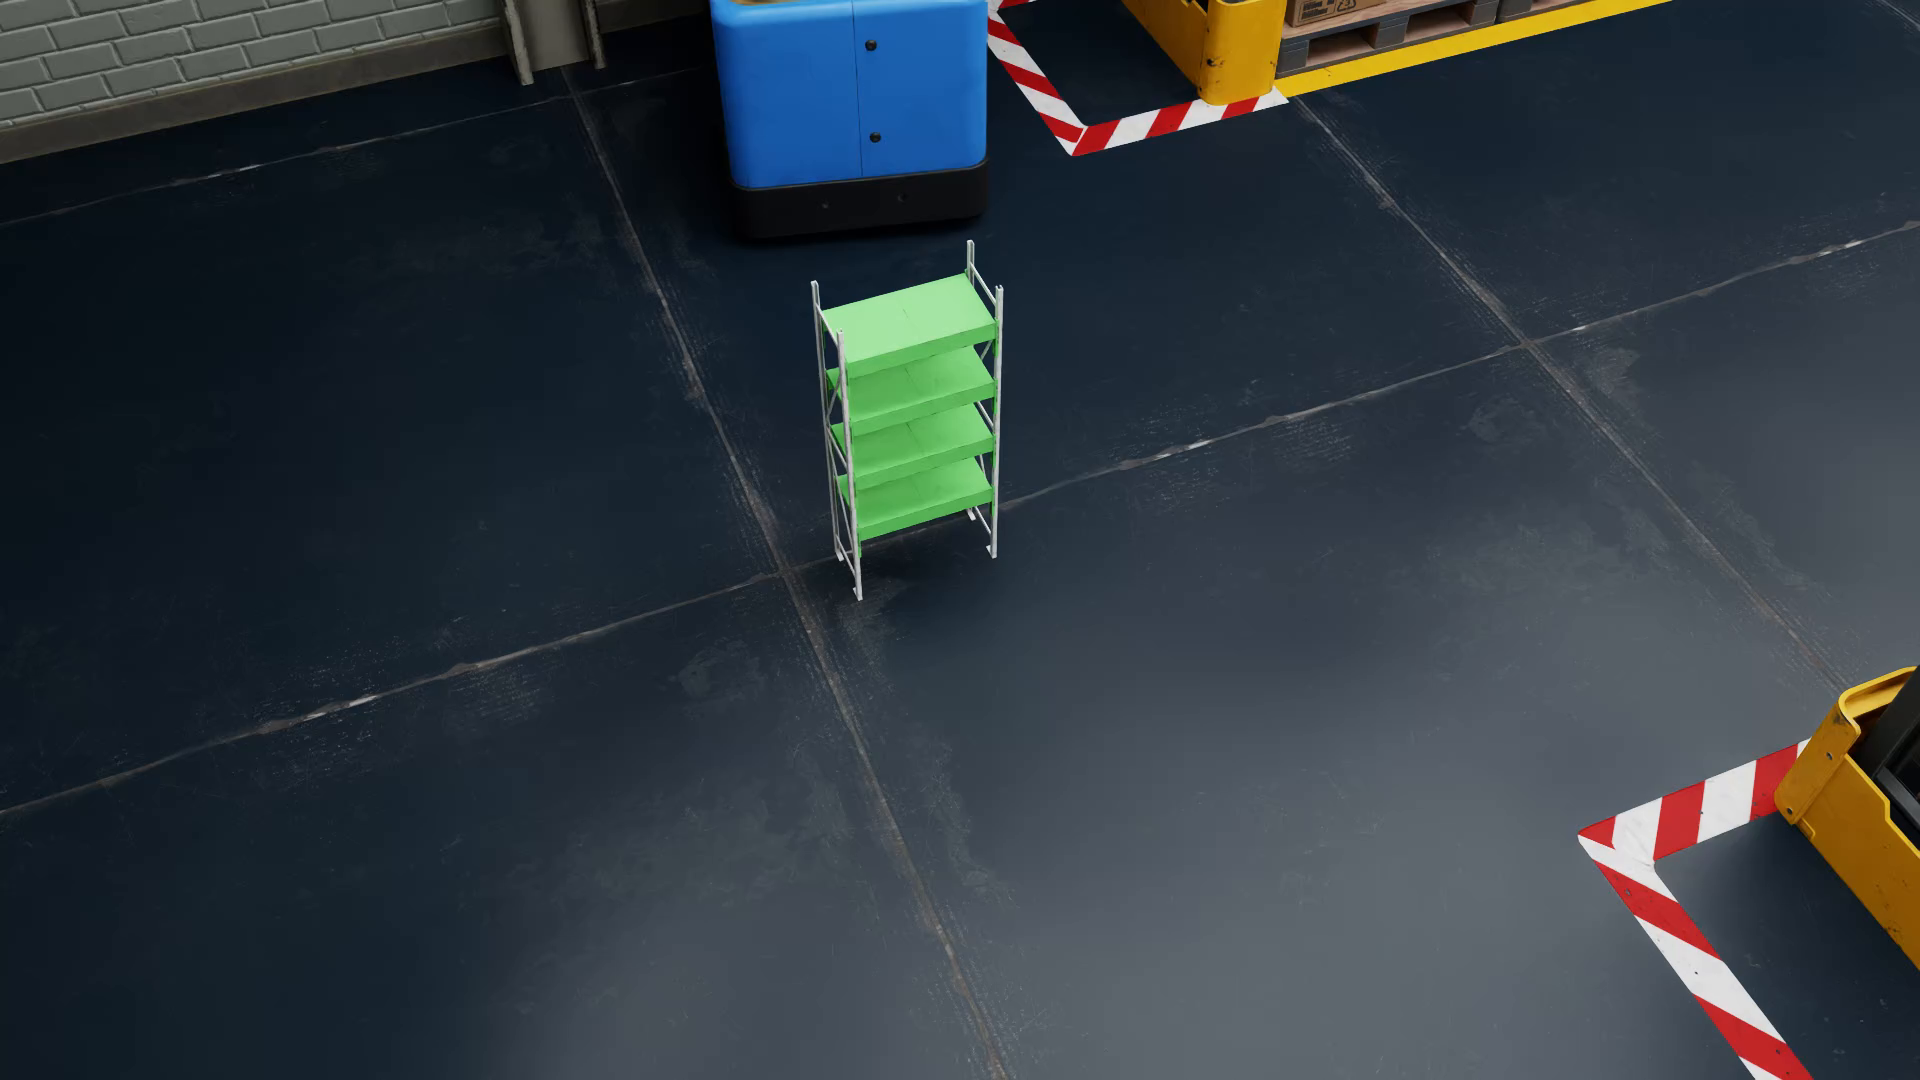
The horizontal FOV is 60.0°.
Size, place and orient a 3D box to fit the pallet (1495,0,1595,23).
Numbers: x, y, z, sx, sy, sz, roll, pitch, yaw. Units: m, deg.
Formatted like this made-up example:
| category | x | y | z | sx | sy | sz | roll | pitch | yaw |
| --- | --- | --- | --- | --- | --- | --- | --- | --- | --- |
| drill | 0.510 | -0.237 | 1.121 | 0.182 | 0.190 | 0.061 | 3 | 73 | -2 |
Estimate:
| category | x | y | z | sx | sy | sz | roll | pitch | yaw |
| --- | --- | --- | --- | --- | --- | --- | --- | --- | --- |
| pallet | 2.917 | -3.025 | 8.209 | 1.213 | 0.211 | 1.003 | -17 | 52 | -14 |

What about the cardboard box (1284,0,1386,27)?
| category | x | y | z | sx | sy | sz | roll | pitch | yaw |
| --- | --- | --- | --- | --- | --- | --- | --- | --- | --- |
| cardboard box | 1.583 | -2.768 | 7.518 | 0.637 | 0.503 | 0.797 | -19 | 52 | -16 |

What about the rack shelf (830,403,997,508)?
| category | x | y | z | sx | sy | sz | roll | pitch | yaw |
| --- | --- | --- | --- | --- | --- | --- | --- | --- | --- |
| rack shelf | -0.153 | -0.302 | 5.302 | 0.480 | 0.148 | 0.258 | -17 | 52 | -14 |

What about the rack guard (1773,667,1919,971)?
| category | x | y | z | sx | sy | sz | roll | pitch | yaw |
| --- | --- | --- | --- | --- | --- | --- | --- | --- | --- |
| rack guard | 2.839 | 0.971 | 4.586 | 0.348 | 0.500 | 1.175 | -17 | 52 | -14 |

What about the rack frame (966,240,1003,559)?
| category | x | y | z | sx | sy | sz | roll | pitch | yaw |
| --- | --- | --- | --- | --- | --- | --- | --- | --- | --- |
| rack frame | 0.073 | -0.413 | 5.314 | 0.015 | 1.200 | 0.240 | -17 | 52 | -14 |

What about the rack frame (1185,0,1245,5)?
| category | x | y | z | sx | sy | sz | roll | pitch | yaw |
| --- | --- | --- | --- | --- | --- | --- | --- | --- | --- |
| rack frame | 0.981 | -3.335 | 6.637 | 0.127 | 3.000 | 1.000 | -17 | 52 | -14 |

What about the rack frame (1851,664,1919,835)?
| category | x | y | z | sx | sy | sz | roll | pitch | yaw |
| --- | --- | --- | --- | --- | --- | --- | --- | --- | --- |
| rack frame | 2.861 | 0.150 | 3.644 | 0.127 | 3.000 | 1.000 | -17 | 52 | -14 |

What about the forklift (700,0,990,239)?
| category | x | y | z | sx | sy | sz | roll | pitch | yaw |
| --- | --- | --- | --- | --- | --- | --- | --- | --- | --- |
| forklift | -0.625 | -3.307 | 6.658 | 1.130 | 2.935 | 3.031 | -7 | 50 | -6 |

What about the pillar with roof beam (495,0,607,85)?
| category | x | y | z | sx | sy | sz | roll | pitch | yaw |
| --- | --- | --- | --- | --- | --- | --- | --- | --- | --- |
| pillar with roof beam | -0.228 | -2.126 | 1.644 | 0.400 | 9.000 | 9.100 | -17 | 52 | -14 |

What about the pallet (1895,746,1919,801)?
| category | x | y | z | sx | sy | sz | roll | pitch | yaw |
| --- | --- | --- | --- | --- | --- | --- | --- | --- | --- |
| pallet | 3.572 | 0.774 | 4.946 | 1.213 | 0.211 | 1.003 | -17 | 52 | -14 |

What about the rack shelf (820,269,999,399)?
| category | x | y | z | sx | sy | sz | roll | pitch | yaw |
| --- | --- | --- | --- | --- | --- | --- | --- | --- | --- |
| rack shelf | -0.153 | -0.614 | 4.938 | 0.480 | 0.148 | 0.258 | -17 | 52 | -14 |

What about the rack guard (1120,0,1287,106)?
| category | x | y | z | sx | sy | sz | roll | pitch | yaw |
| --- | --- | --- | --- | --- | --- | --- | --- | --- | --- |
| rack guard | 1.052 | -2.543 | 7.604 | 0.348 | 0.500 | 1.175 | -17 | 52 | -14 |

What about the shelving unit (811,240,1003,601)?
| category | x | y | z | sx | sy | sz | roll | pitch | yaw |
| --- | --- | --- | --- | --- | --- | --- | --- | --- | --- |
| shelving unit | -0.153 | -0.343 | 5.254 | 0.503 | 1.200 | 0.258 | -17 | 52 | -14 |

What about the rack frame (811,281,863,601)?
| category | x | y | z | sx | sy | sz | roll | pitch | yaw |
| --- | --- | --- | --- | --- | --- | --- | --- | --- | --- |
| rack frame | -0.379 | -0.273 | 5.194 | 0.015 | 1.200 | 0.240 | -17 | 52 | -14 |

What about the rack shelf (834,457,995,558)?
| category | x | y | z | sx | sy | sz | roll | pitch | yaw |
| --- | --- | --- | --- | --- | --- | --- | --- | --- | --- |
| rack shelf | -0.153 | -0.145 | 5.485 | 0.480 | 0.148 | 0.258 | -17 | 52 | -14 |

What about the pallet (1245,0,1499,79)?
| category | x | y | z | sx | sy | sz | roll | pitch | yaw |
| --- | --- | --- | --- | --- | --- | --- | --- | --- | --- |
| pallet | 1.789 | -2.678 | 7.911 | 1.213 | 0.211 | 1.003 | -17 | 52 | -14 |

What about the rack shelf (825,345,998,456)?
| category | x | y | z | sx | sy | sz | roll | pitch | yaw |
| --- | --- | --- | --- | --- | --- | --- | --- | --- | --- |
| rack shelf | -0.153 | -0.458 | 5.120 | 0.480 | 0.148 | 0.258 | -17 | 52 | -14 |
